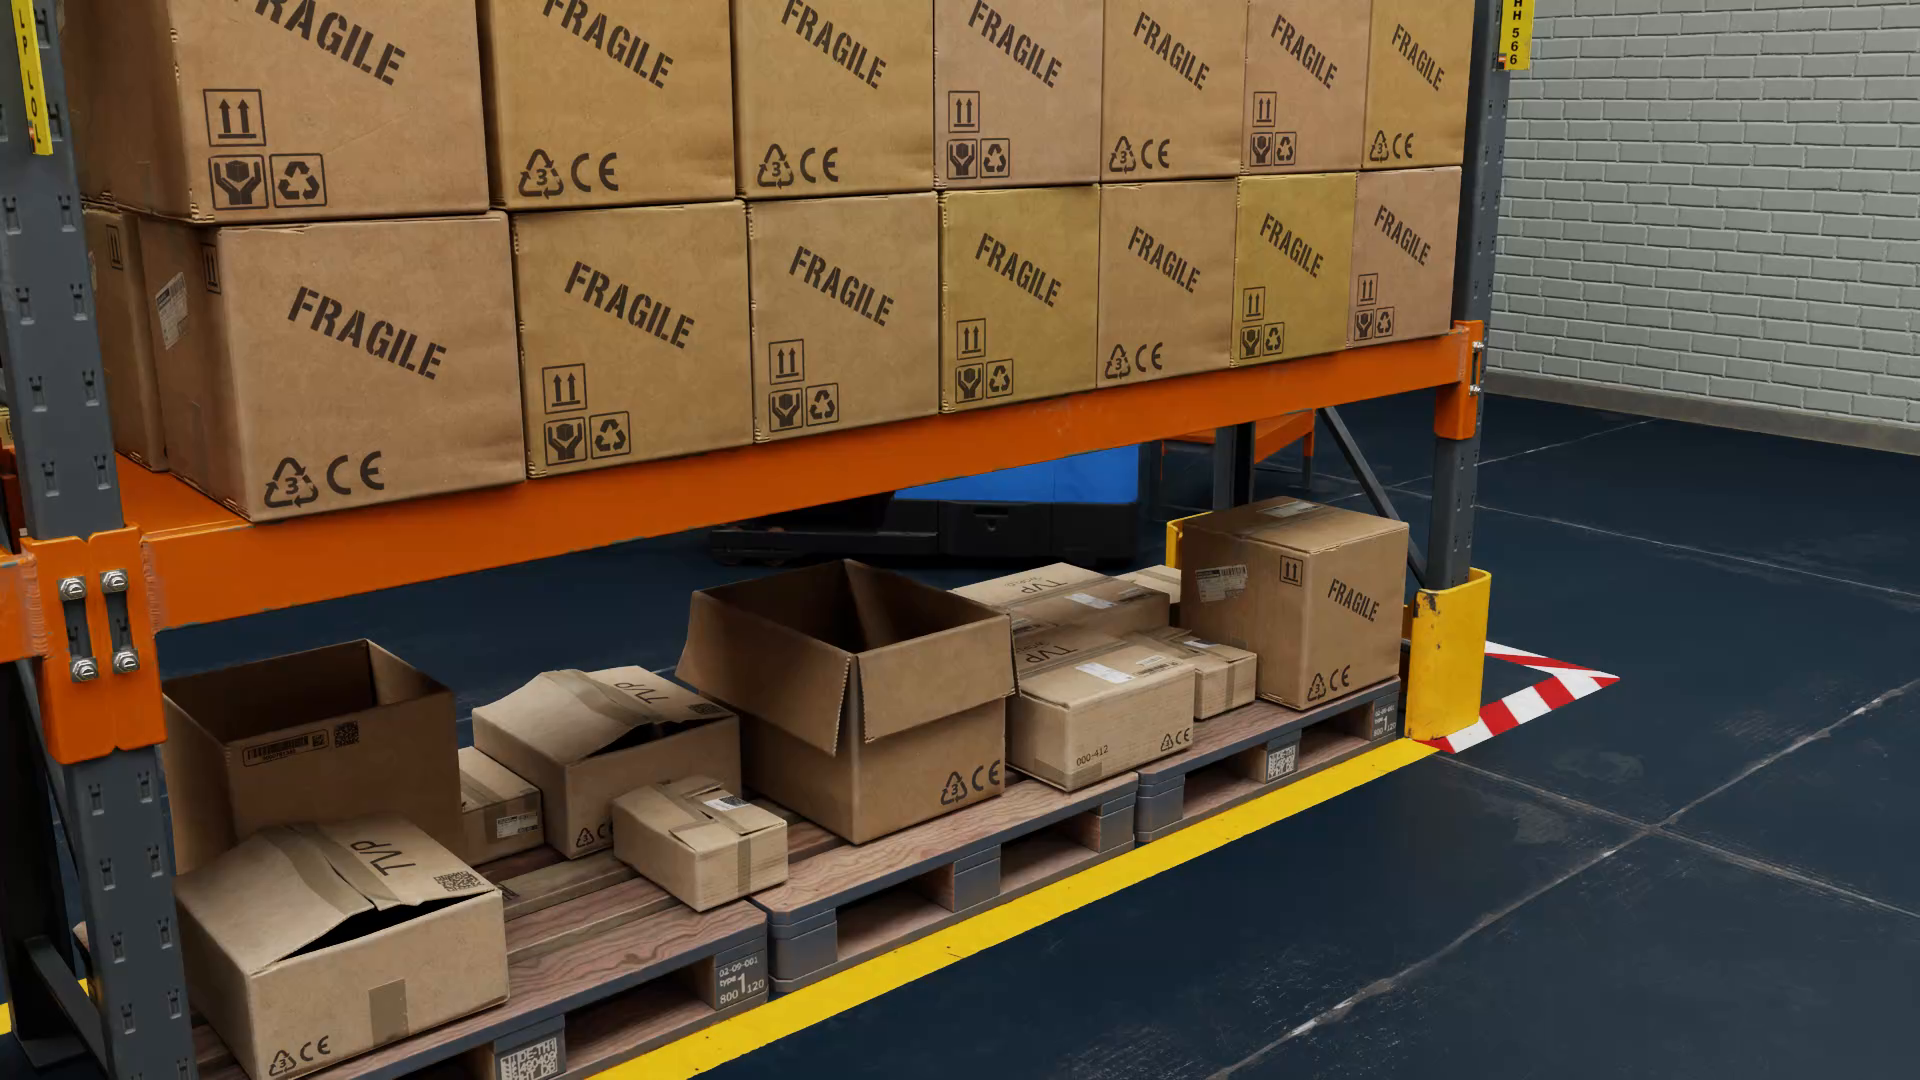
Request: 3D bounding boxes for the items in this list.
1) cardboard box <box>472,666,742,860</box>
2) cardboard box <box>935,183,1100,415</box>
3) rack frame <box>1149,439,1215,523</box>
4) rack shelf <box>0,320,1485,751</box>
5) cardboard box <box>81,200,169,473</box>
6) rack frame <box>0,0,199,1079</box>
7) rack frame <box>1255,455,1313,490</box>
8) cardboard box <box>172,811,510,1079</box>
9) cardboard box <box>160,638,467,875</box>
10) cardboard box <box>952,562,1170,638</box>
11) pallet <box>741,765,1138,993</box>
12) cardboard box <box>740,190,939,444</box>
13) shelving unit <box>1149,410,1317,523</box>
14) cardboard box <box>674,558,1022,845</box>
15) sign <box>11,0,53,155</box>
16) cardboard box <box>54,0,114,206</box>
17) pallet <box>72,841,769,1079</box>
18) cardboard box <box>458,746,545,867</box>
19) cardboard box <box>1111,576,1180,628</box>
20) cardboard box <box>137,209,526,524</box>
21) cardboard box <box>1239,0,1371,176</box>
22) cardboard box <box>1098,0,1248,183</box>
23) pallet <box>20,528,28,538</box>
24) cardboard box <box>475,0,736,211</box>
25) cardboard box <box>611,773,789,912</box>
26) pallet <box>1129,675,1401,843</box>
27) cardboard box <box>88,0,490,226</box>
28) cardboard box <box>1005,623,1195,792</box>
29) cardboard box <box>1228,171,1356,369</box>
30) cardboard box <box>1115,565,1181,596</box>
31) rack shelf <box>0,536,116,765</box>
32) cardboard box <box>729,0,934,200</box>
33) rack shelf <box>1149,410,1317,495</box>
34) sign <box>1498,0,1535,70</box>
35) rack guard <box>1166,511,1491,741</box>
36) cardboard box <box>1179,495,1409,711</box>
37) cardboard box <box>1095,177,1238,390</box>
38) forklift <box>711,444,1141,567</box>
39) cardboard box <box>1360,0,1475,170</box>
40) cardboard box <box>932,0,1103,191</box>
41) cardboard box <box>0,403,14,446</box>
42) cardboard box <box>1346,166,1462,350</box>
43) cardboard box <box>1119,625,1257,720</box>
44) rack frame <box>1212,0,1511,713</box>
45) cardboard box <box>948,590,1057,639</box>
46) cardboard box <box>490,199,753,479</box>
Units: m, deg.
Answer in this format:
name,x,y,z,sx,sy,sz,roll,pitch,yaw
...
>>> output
name,x,y,z,sx,sy,sz,roll,pitch,yaw
cardboard box,-0.914,0.532,4.302,0.500,0.311,0.500,-13,19,-39
cardboard box,-0.014,-0.615,4.046,0.500,0.500,0.500,-13,20,-40
rack frame,1.147,-0.610,7.854,0.500,1.125,0.032,8,17,27
rack shelf,-0.215,-0.267,4.329,4.000,0.370,1.077,-13,19,-39
cardboard box,-1.515,-0.458,3.459,0.500,0.500,0.500,-12,19,-38
rack frame,-1.723,-0.275,2.968,0.127,3.000,1.000,-13,19,-39
rack frame,1.623,-0.842,8.722,0.500,1.125,0.032,8,17,27
cardboard box,-1.265,0.782,3.367,0.500,0.311,0.500,-13,19,-39
cardboard box,-1.480,0.568,3.802,0.500,0.500,0.500,-13,19,-39
cardboard box,0.321,0.285,5.348,0.500,0.250,0.500,-13,19,-39
pallet,-0.284,0.748,4.541,1.213,0.211,1.003,-13,19,-39
cardboard box,-0.397,-0.529,3.722,0.500,0.500,0.500,-13,20,-40
shelving unit,1.385,-0.726,8.288,0.538,1.125,1.048,8,17,27
cardboard box,-0.309,0.399,4.429,0.637,0.503,0.797,-13,19,-39
sign,-1.356,-0.727,2.416,0.005,0.325,0.100,-13,19,-39
cardboard box,-1.512,-0.943,3.335,0.500,0.500,0.500,-13,19,-39
pallet,-1.205,0.956,3.763,1.213,0.211,1.003,-13,19,-39
cardboard box,-1.236,0.663,4.129,0.250,0.149,0.380,-13,19,-39
cardboard box,0.564,0.250,5.640,0.250,0.166,0.380,-13,19,-39
cardboard box,-1.160,-0.357,3.080,0.500,0.500,0.500,-12,19,-38
cardboard box,0.758,-1.270,4.559,0.500,0.500,0.500,-12,19,-38
cardboard box,0.370,-1.181,4.227,0.500,0.500,0.500,-12,19,-38
pallet,-4.353,-0.005,7.361,1.213,0.211,1.003,-13,19,-39
cardboard box,-0.794,-0.919,3.247,0.500,0.500,0.500,-13,20,-41
cardboard box,-0.619,0.704,3.941,0.250,0.166,0.380,-13,19,-39
pallet,0.636,0.543,5.310,1.213,0.211,1.003,-13,19,-39
cardboard box,-1.183,-0.832,2.920,0.500,0.500,0.500,-12,19,-38
cardboard box,0.309,0.458,4.698,0.500,0.250,0.500,-13,19,-39
cardboard box,0.746,-0.784,4.678,0.500,0.500,0.500,-12,19,-39
cardboard box,0.753,0.216,5.801,0.250,0.149,0.380,-13,19,-39
rack shelf,-3.232,0.411,1.792,4.000,0.370,1.077,-13,19,-39
cardboard box,-0.406,-1.006,3.573,0.500,0.500,0.500,-13,20,-41
rack shelf,1.385,-0.490,8.351,0.538,0.278,1.000,8,17,27
sign,1.643,-1.554,4.897,0.005,0.325,0.100,-13,19,-39
rack guard,1.237,0.268,5.779,0.348,0.500,1.175,-13,19,-39
cardboard box,1.046,0.182,5.246,0.500,0.500,0.500,-13,19,-39
cardboard box,0.366,-0.700,4.366,0.500,0.500,0.500,-12,19,-39
forklift,-0.682,-1.438,7.454,3.031,2.935,1.130,2,15,6
cardboard box,1.139,-1.355,4.880,0.500,0.500,0.500,-13,20,-40
cardboard box,-0.017,-1.094,3.901,0.500,0.500,0.500,-12,19,-38
cardboard box,-4.346,-0.341,7.244,0.500,0.500,0.700,-12,19,-39
cardboard box,1.135,-0.872,5.010,0.500,0.500,0.500,-12,19,-38
cardboard box,0.681,0.395,5.098,0.250,0.166,0.380,-13,19,-39
rack frame,1.294,-0.953,5.505,0.127,3.000,1.000,-13,19,-39
cardboard box,-0.057,0.369,5.031,0.500,0.250,0.500,-13,19,-39
cardboard box,-0.776,-0.444,3.407,0.500,0.500,0.500,-12,19,-38
